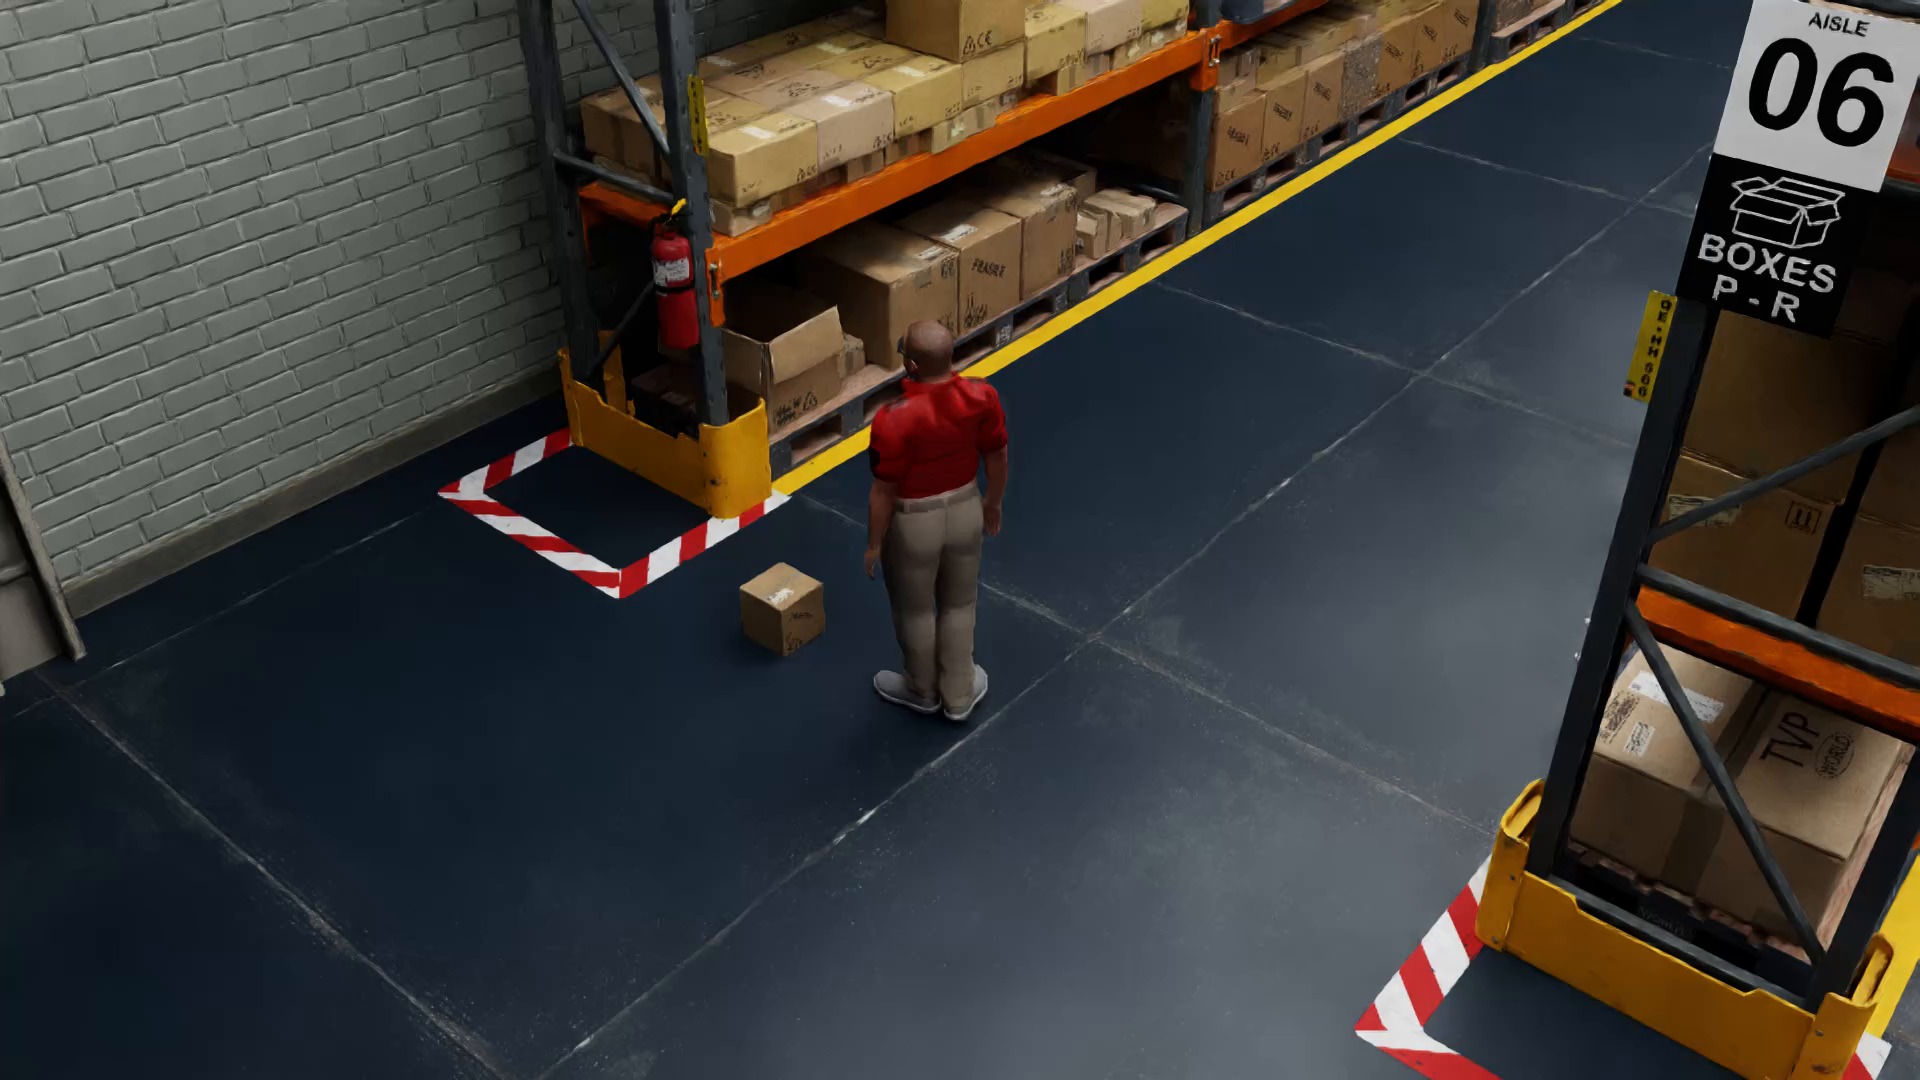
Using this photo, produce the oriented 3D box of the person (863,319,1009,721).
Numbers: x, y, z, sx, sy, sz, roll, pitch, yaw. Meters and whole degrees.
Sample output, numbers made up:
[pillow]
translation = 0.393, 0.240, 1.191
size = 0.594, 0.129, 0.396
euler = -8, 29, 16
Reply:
[person]
translation = -0.104, -0.072, 6.247
size = 0.591, 1.726, 0.411
euler = -16, 38, -22
